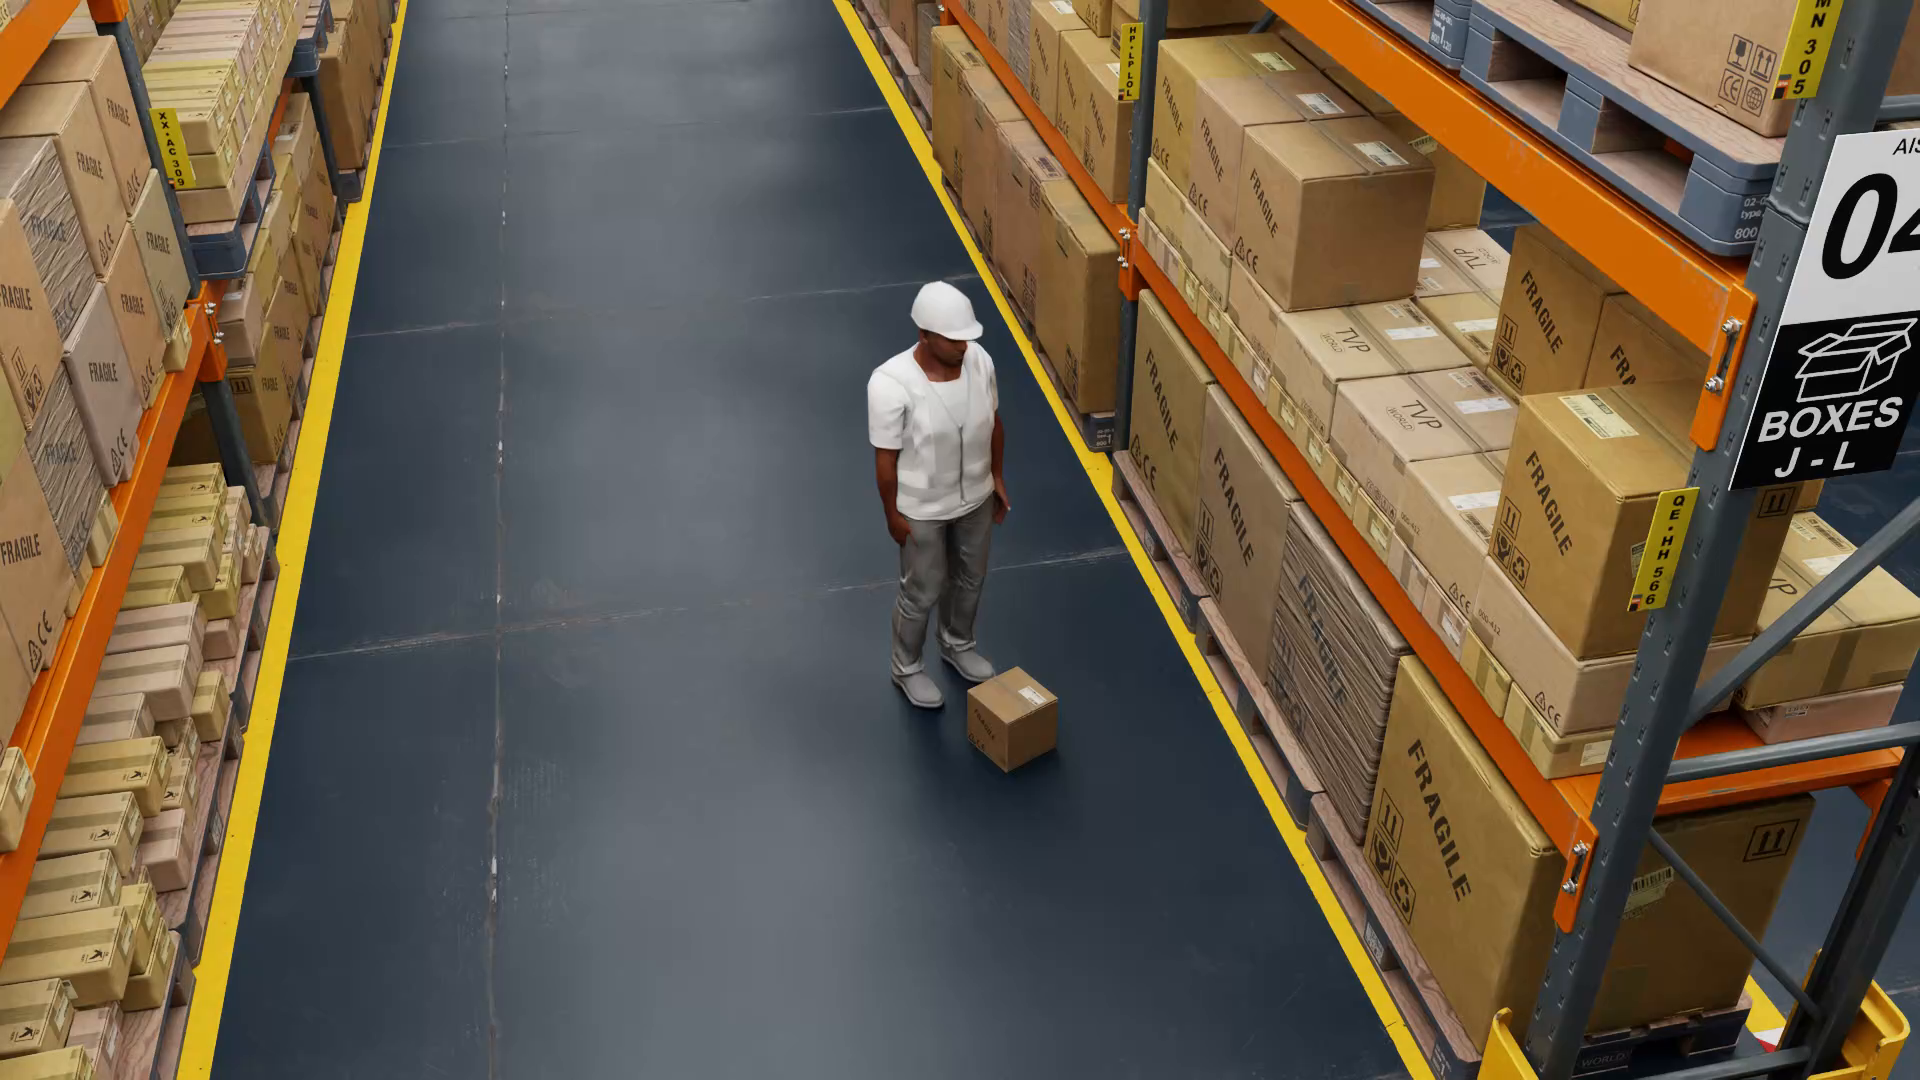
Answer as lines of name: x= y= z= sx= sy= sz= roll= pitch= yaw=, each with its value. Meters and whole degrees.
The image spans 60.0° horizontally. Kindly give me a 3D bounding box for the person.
person: x=-0.064 y=-0.170 z=6.376 sx=0.566 sy=1.760 sz=0.360 roll=-22 pitch=40 yaw=-29
